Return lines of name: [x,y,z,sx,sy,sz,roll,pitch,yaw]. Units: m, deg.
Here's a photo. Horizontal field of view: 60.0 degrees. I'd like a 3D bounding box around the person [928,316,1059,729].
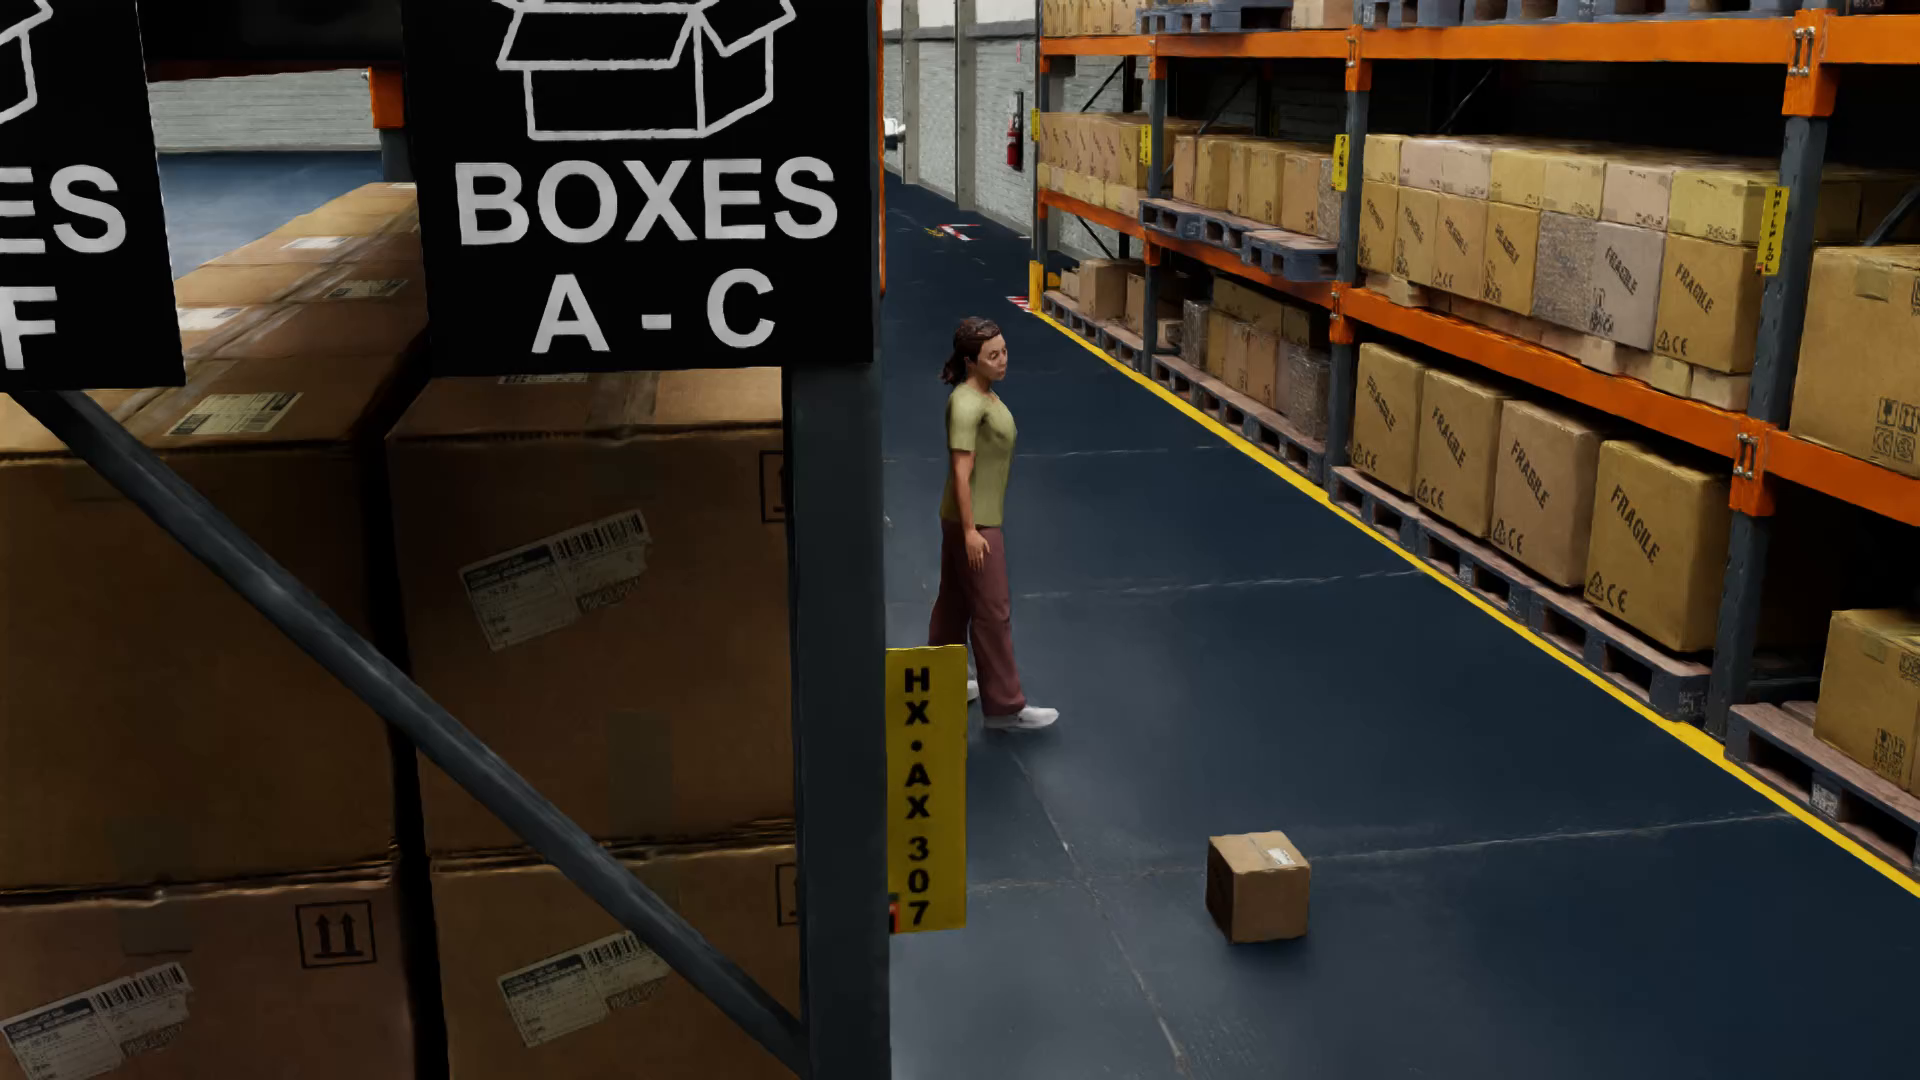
person: [0.116,-0.051,6.677,0.578,1.641,0.562,0,16,1]
